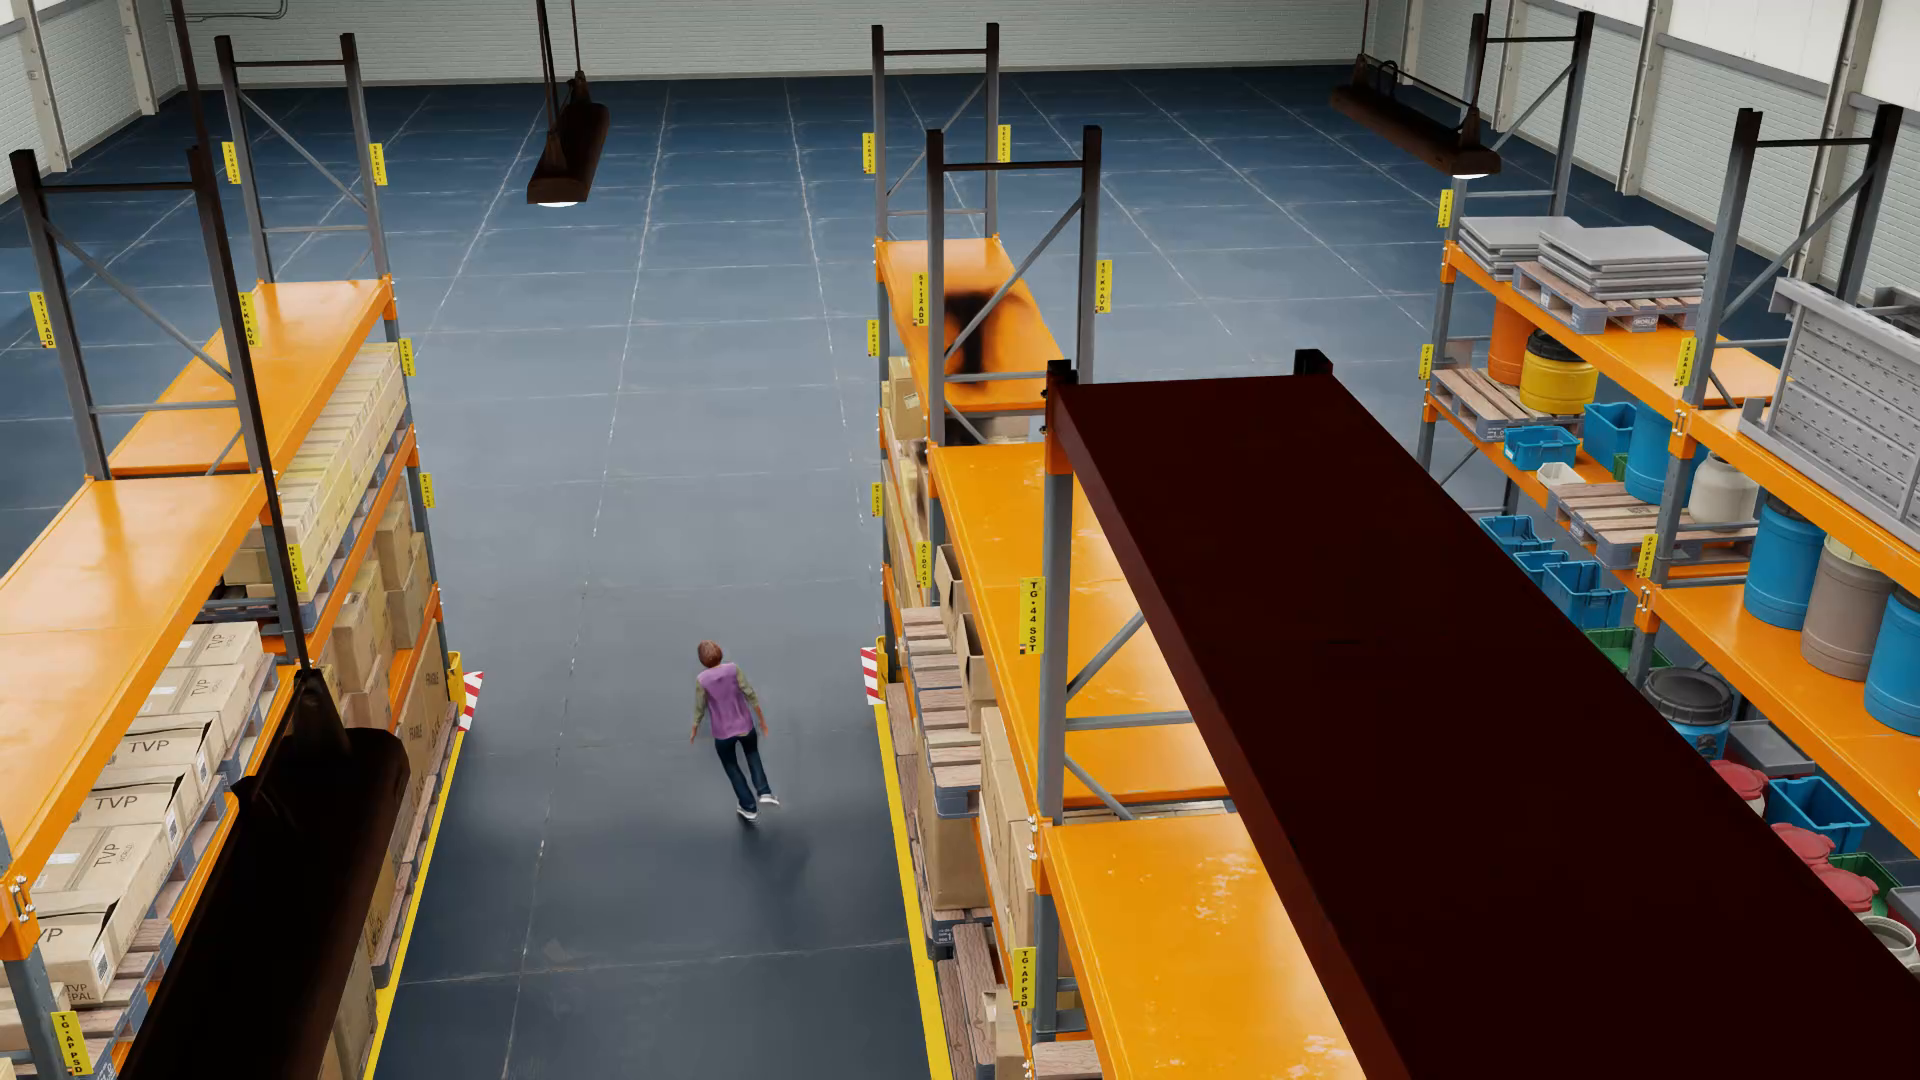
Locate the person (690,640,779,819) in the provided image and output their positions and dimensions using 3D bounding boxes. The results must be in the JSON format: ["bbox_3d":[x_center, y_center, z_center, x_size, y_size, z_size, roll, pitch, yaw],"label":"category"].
[{"bbox_3d":[-1.846,1.559,13.475,0.628,1.499,0.603,-11,28,-21],"label":"person"}]
